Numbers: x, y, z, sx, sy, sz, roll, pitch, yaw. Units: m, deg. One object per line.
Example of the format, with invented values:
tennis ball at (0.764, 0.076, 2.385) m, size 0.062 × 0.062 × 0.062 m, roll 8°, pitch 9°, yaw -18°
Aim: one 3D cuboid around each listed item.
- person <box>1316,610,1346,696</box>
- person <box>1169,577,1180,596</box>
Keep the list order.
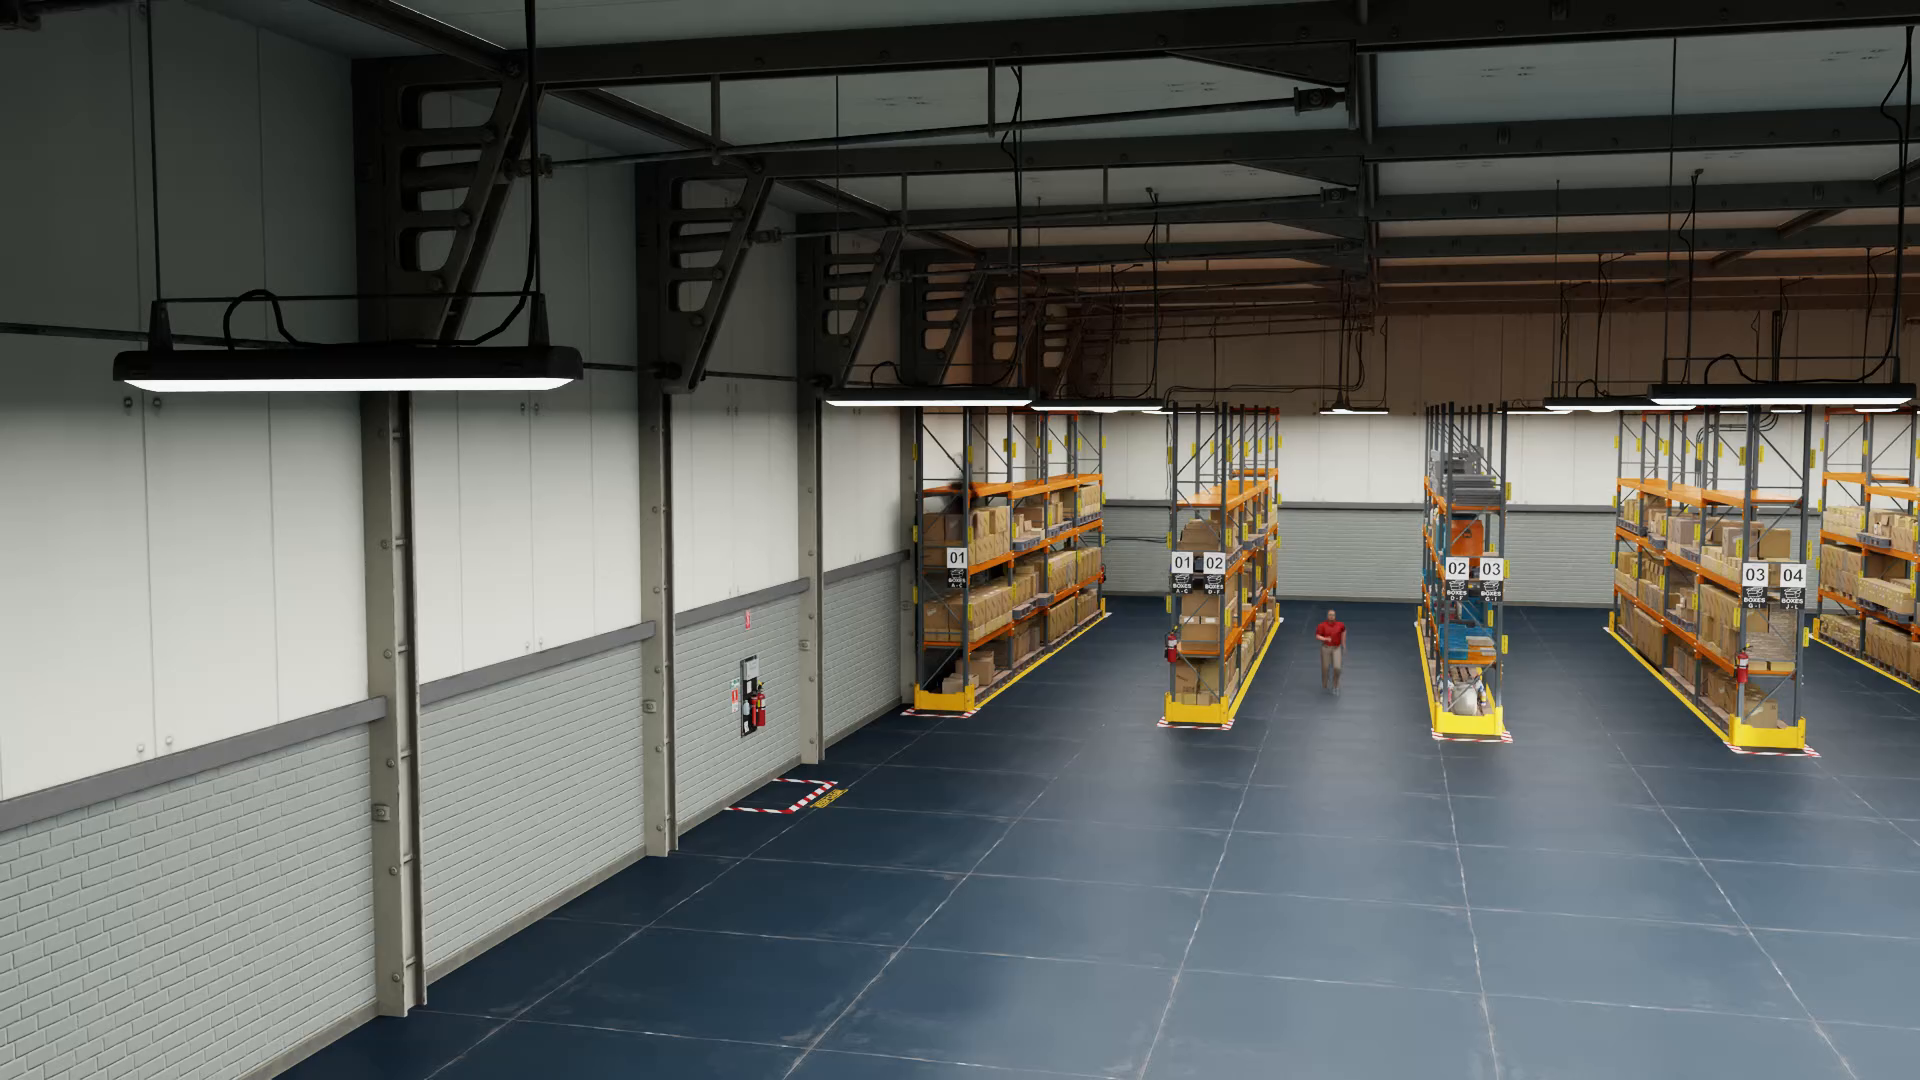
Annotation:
person at (7.680, 2.335, 34.402) m, size 0.648 × 1.789 × 0.828 m, roll 0°, pitch 4°, yaw 5°
person at (6.655, 1.260, 50.498) m, size 0.607 × 1.484 × 0.803 m, roll -3°, pitch 5°, yaw -34°
